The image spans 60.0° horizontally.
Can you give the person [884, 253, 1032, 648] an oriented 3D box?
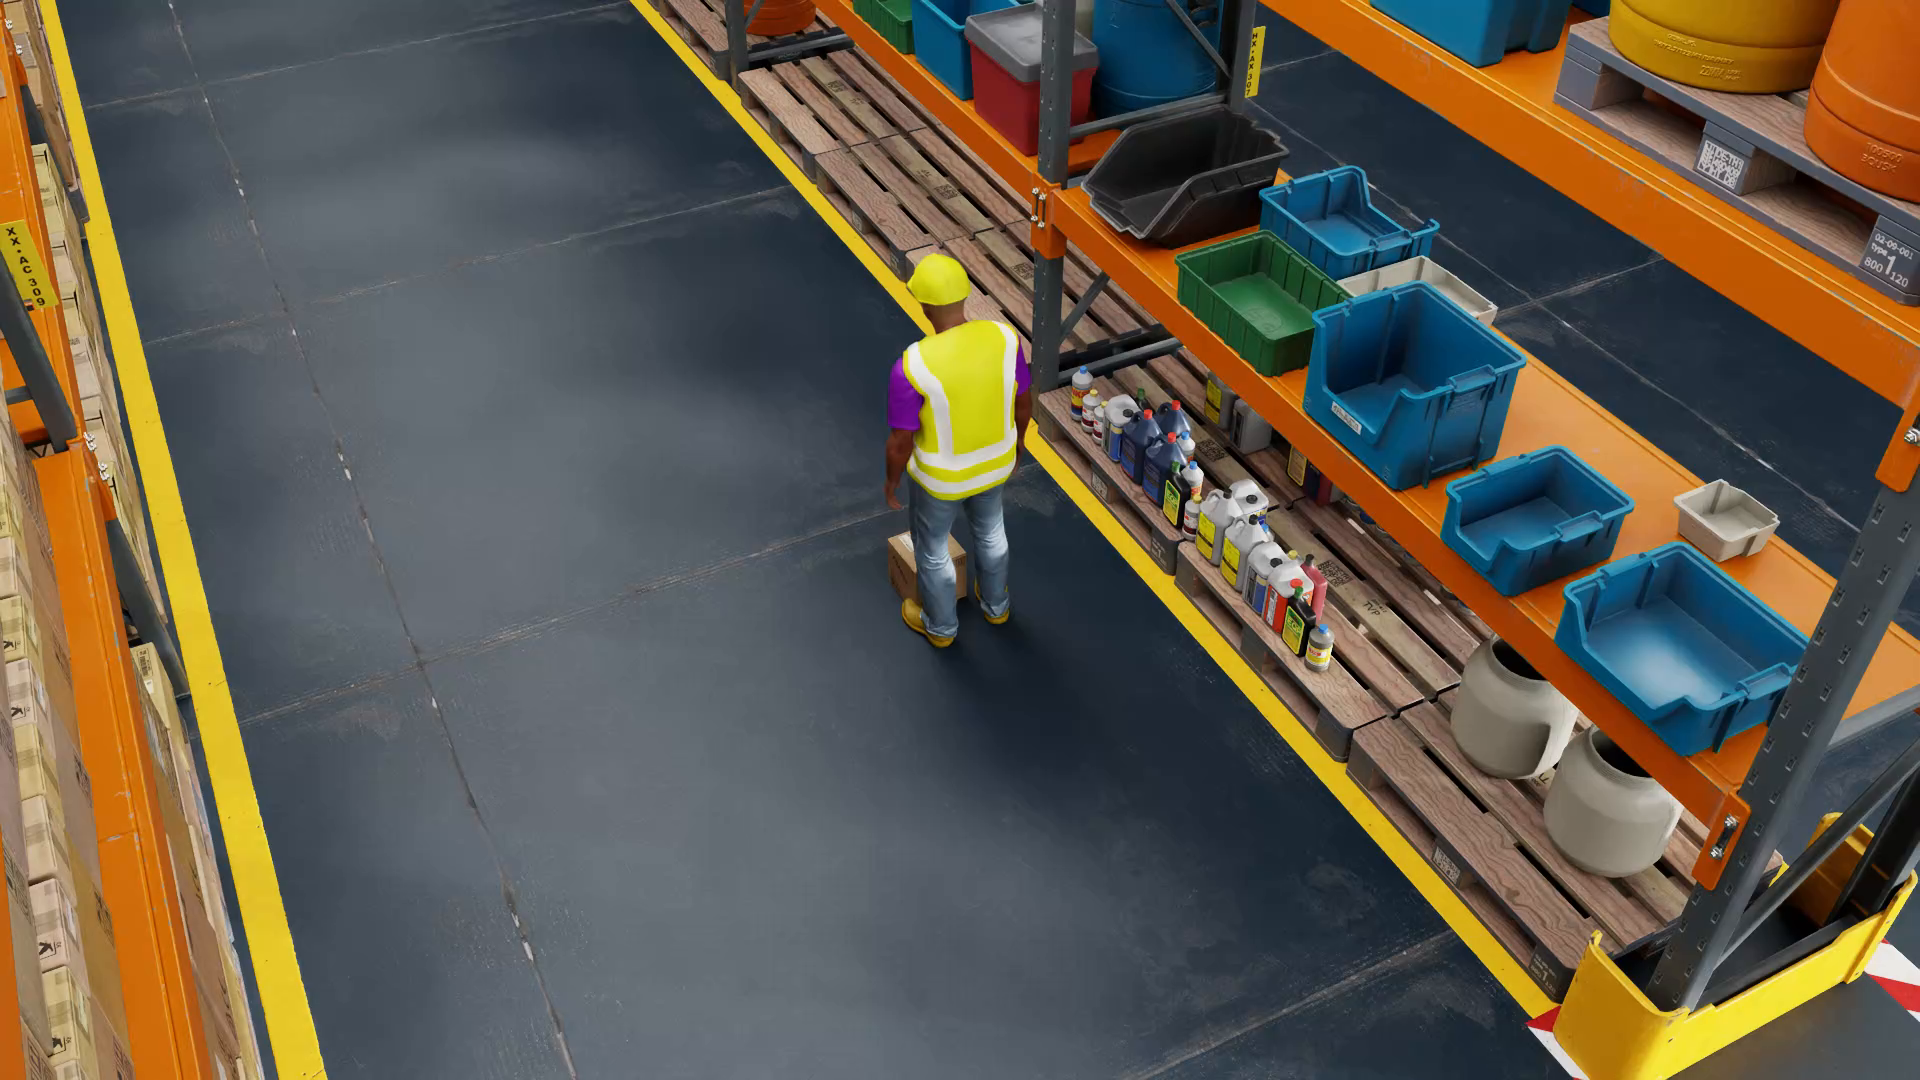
[{"bbox_3d":[-0.018,-0.321,6.514,0.625,1.760,0.459,-19,45,-21],"label":"person"}]
